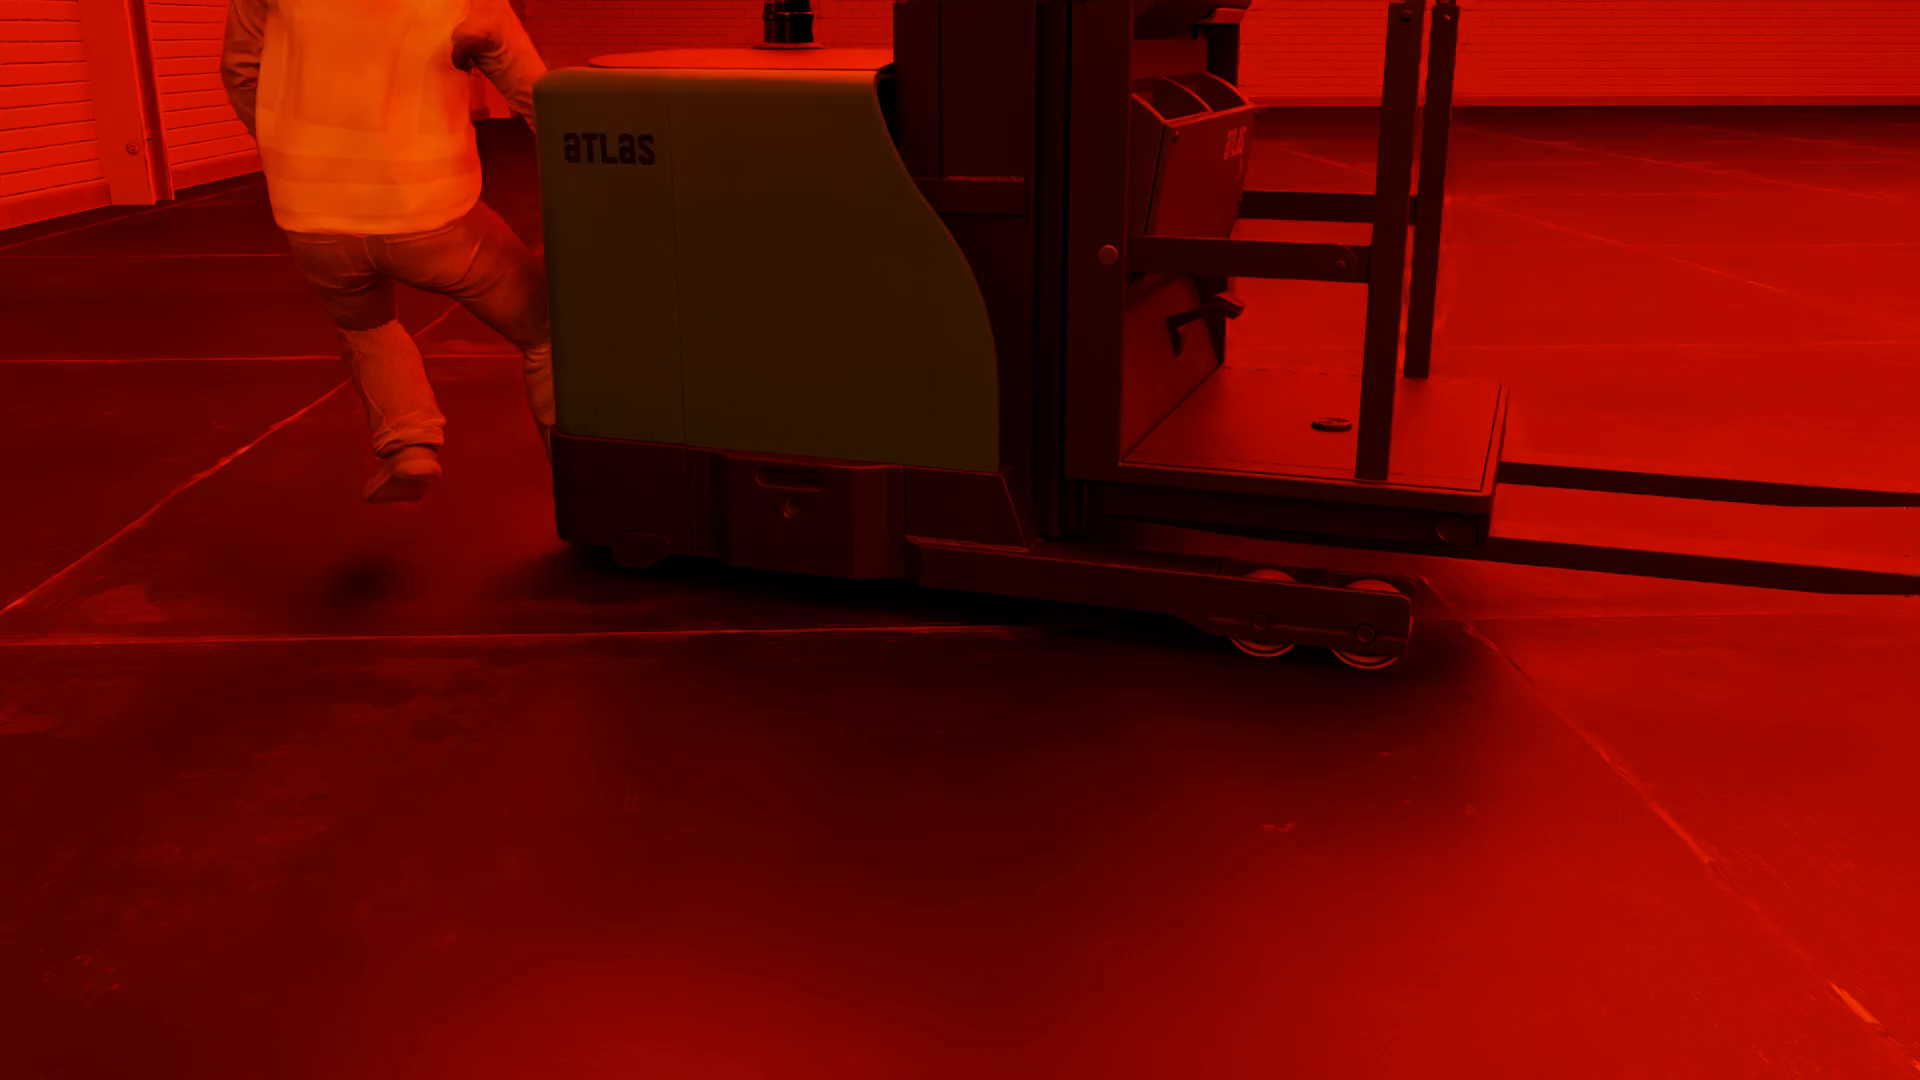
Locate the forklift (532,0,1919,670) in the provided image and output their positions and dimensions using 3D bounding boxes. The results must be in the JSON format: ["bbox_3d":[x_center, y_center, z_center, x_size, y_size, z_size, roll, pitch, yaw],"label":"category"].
[{"bbox_3d":[0.670,-1.333,3.265,3.031,2.935,1.130,6,18,18],"label":"forklift"}]

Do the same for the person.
[{"bbox_3d":[-1.156,-0.779,3.657,0.751,1.654,0.624,1,17,2],"label":"person"}]
